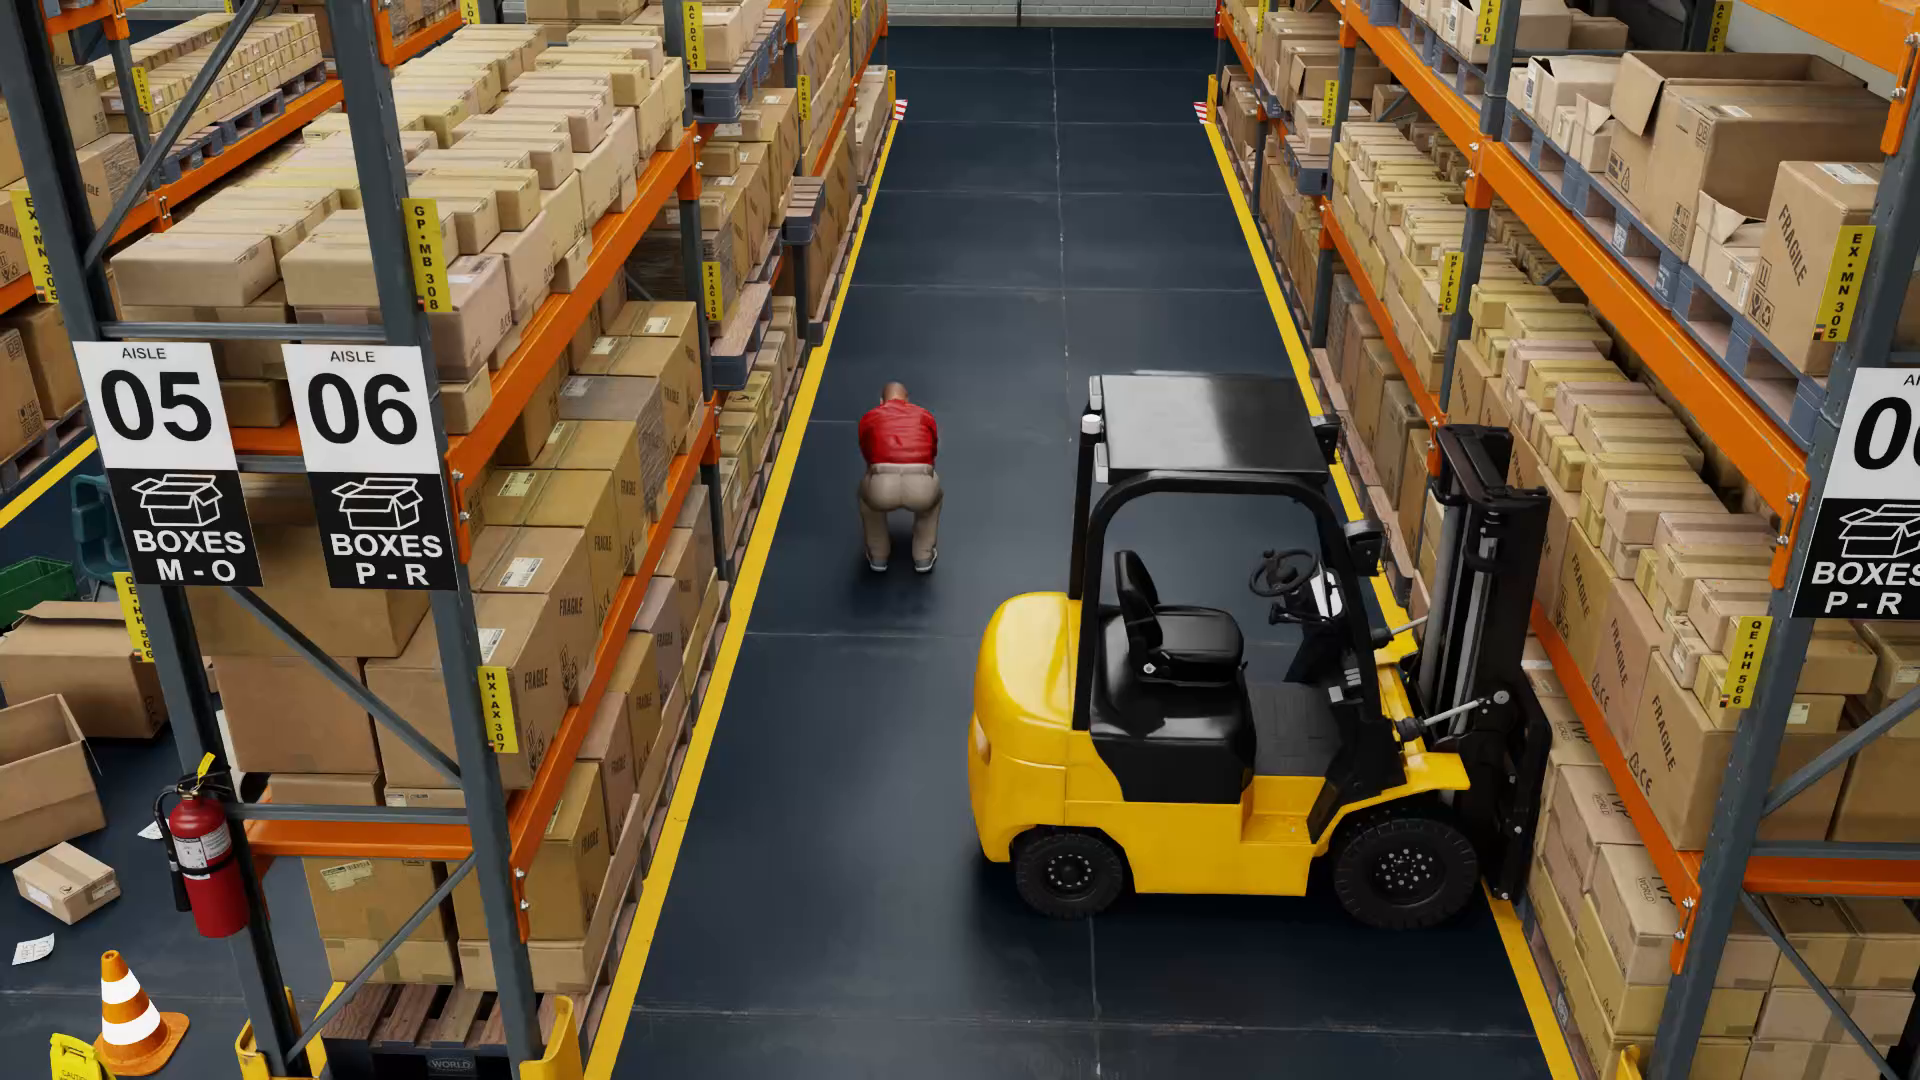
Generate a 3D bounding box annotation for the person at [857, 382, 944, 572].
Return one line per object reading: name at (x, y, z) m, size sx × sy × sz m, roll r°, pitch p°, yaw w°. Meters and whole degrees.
person at (-0.365, -0.363, 10.143) m, size 0.536 × 0.976 × 0.910 m, roll 0°, pitch 28°, yaw -1°
